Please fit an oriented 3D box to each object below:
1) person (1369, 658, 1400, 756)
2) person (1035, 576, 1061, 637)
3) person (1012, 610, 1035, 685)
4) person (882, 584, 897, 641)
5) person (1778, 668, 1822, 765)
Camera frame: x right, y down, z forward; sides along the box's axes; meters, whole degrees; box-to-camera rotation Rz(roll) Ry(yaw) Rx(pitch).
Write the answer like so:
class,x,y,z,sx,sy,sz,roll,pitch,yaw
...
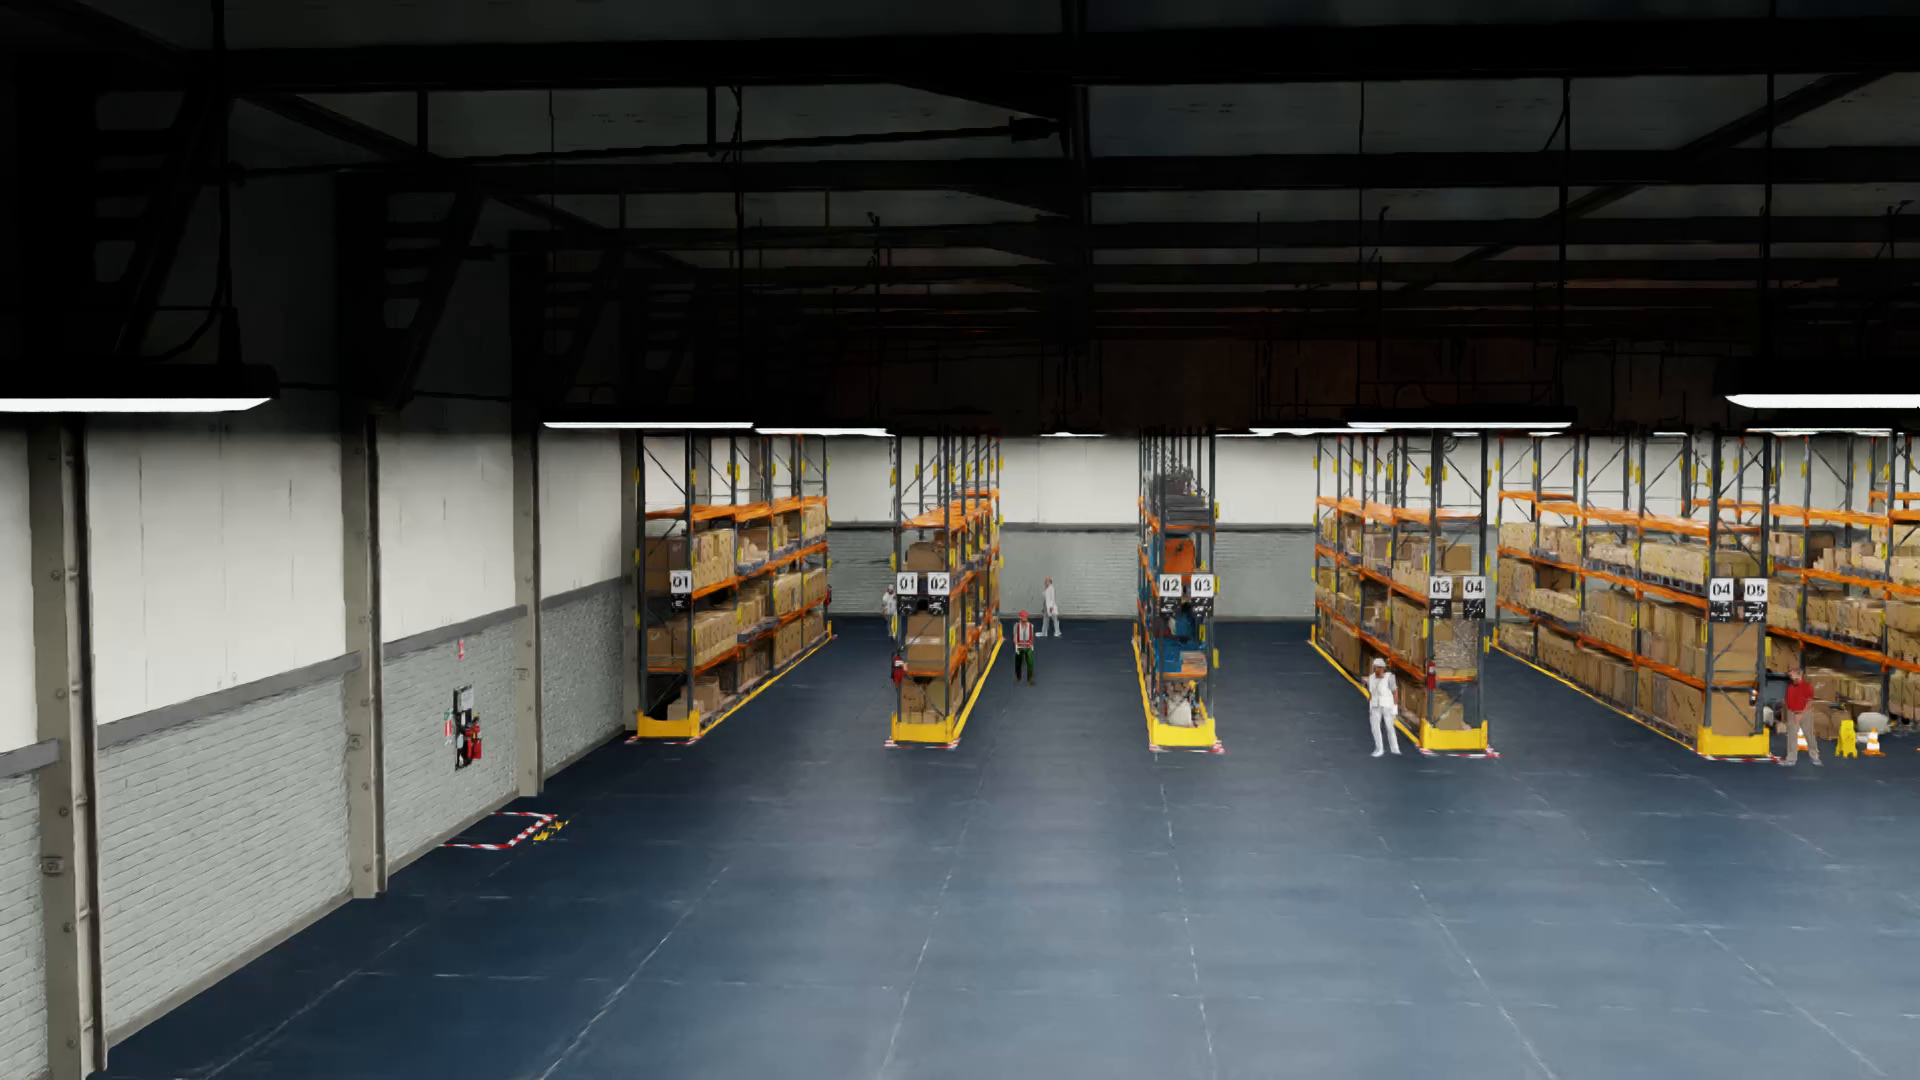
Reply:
class,x,y,z,sx,sy,sz,roll,pitch,yaw
person,7.676,3.010,30.116,0.591,1.772,0.576,3,5,41
person,2.552,1.917,47.967,0.670,1.774,0.702,-1,4,-15
person,1.477,2.490,38.725,0.526,1.728,1.031,0,3,-4
person,-1.967,2.042,47.293,0.479,1.583,1.090,0,3,7
person,14.744,3.088,29.171,0.704,1.712,0.552,-1,4,-23
